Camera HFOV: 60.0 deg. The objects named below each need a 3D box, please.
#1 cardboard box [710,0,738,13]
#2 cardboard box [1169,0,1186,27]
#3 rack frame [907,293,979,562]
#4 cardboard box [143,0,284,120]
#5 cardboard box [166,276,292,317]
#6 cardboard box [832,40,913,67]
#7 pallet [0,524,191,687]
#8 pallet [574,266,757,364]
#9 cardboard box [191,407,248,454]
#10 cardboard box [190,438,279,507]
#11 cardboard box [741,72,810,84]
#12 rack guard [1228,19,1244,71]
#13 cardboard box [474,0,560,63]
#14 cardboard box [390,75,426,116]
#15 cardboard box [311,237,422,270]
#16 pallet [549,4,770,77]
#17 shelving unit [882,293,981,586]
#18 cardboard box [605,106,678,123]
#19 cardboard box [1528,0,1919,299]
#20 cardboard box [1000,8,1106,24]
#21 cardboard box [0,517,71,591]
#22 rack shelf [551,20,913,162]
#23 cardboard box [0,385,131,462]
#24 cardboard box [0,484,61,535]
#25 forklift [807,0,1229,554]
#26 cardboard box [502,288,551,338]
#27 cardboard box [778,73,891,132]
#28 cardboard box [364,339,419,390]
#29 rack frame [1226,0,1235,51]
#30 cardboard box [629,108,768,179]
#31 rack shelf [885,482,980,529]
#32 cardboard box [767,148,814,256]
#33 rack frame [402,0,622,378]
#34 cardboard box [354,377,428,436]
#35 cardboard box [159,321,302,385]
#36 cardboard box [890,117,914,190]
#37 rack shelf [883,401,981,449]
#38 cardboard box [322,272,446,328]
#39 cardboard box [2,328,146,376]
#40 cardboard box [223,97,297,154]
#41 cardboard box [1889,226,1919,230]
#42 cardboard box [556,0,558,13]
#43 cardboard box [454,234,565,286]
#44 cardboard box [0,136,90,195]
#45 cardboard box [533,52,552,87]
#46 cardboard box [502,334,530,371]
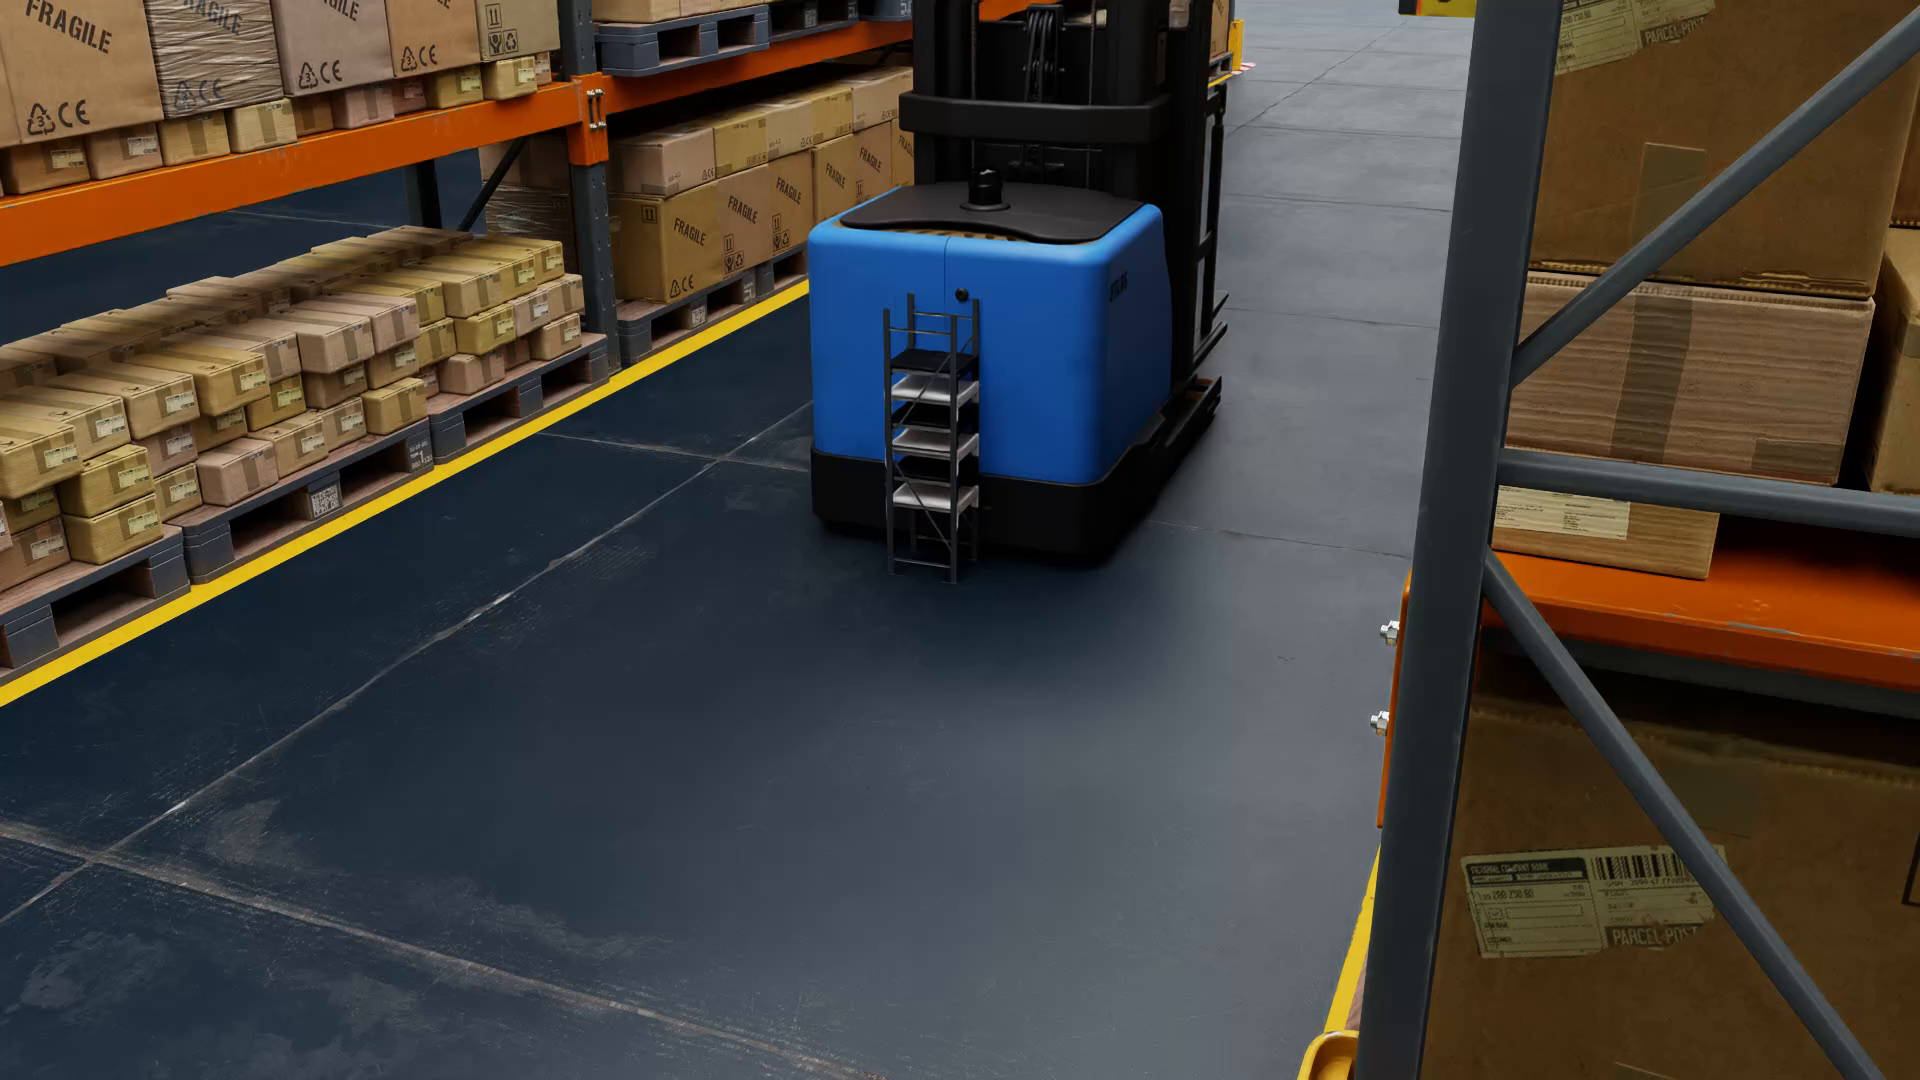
[{"bbox_3d":[-1.262,-2.544,7.730,0.380,0.149,0.250,9,24,20],"label":"cardboard box"},{"bbox_3d":[1.572,-4.817,15.601,0.875,0.875,0.875,9,24,20],"label":"cardboard box"},{"bbox_3d":[-0.054,-0.358,5.438,0.240,0.900,0.006,8,24,18],"label":"rack frame"},{"bbox_3d":[-2.539,-1.627,5.238,0.500,0.500,0.500,8,24,19],"label":"cardboard box"},{"bbox_3d":[-2.801,-0.898,6.390,0.380,0.149,0.250,9,24,21],"label":"cardboard box"},{"bbox_3d":[-0.234,-2.994,11.401,1.050,0.750,0.750,8,24,19],"label":"cardboard box"},{"bbox_3d":[-3.152,0.203,4.990,1.003,0.211,1.213,9,24,20],"label":"pallet"},{"bbox_3d":[-1.742,-1.194,8.335,1.003,0.211,1.213,9,24,20],"label":"pallet"},{"bbox_3d":[-2.651,-0.415,5.620,0.380,0.149,0.250,10,25,23],"label":"cardboard box"},{"bbox_3d":[-2.540,-0.243,5.595,0.380,0.149,0.250,8,24,17],"label":"cardboard box"},{"bbox_3d":[-1.213,-2.626,9.871,0.500,0.250,0.500,8,24,19],"label":"cardboard box"},{"bbox_3d":[2.437,-5.352,17.913,1.175,0.500,0.348,9,24,20],"label":"rack guard"},{"bbox_3d":[-1.947,-2.172,6.542,0.500,0.500,0.500,9,24,20],"label":"cardboard box"},{"bbox_3d":[-2.227,-1.673,6.190,0.380,0.149,0.250,8,24,19],"label":"cardboard box"},{"bbox_3d":[-2.507,-1.171,7.044,0.380,0.149,0.250,10,25,23],"label":"cardboard box"},{"bbox_3d":[-1.610,-2.366,7.772,1.003,0.211,1.213,9,24,20],"label":"pallet"},{"bbox_3d":[-0.089,-0.321,5.350,0.258,0.900,0.210,8,24,18],"label":"shelving unit"},{"bbox_3d":[-1.784,-2.073,8.547,0.500,0.250,0.500,10,25,23],"label":"cardboard box"},{"bbox_3d":[0.989,-0.651,2.251,0.500,0.500,0.500,9,24,21],"label":"cardboard box"},{"bbox_3d":[0.795,-3.986,13.774,1.050,0.750,0.750,9,24,20],"label":"cardboard box"},{"bbox_3d":[-2.916,0.014,4.979,0.380,0.149,0.250,9,24,21],"label":"cardboard box"},{"bbox_3d":[-1.286,-2.586,8.982,1.077,0.370,4.000,9,24,20],"label":"rack shelf"},{"bbox_3d":[-2.787,-0.351,5.080,0.380,0.149,0.250,8,24,17],"label":"cardboard box"},{"bbox_3d":[-2.919,-0.127,4.931,0.380,0.149,0.250,9,24,21],"label":"cardboard box"},{"bbox_3d":[0.463,-1.846,6.367,1.130,2.935,3.031,8,24,18],"label":"forklift"},{"bbox_3d":[-1.940,-0.961,6.927,0.380,0.149,0.250,8,24,18],"label":"cardboard box"},{"bbox_3d":[-0.732,-2.555,9.701,0.500,0.250,0.500,9,24,21],"label":"cardboard box"},{"bbox_3d":[-2.284,-0.693,6.285,0.380,0.149,0.250,9,24,21],"label":"cardboard box"},{"bbox_3d":[2.428,-6.496,17.411,1.000,3.000,0.127,9,24,20],"label":"rack frame"},{"bbox_3d":[-1.314,-2.006,8.386,0.500,0.250,0.500,9,24,22],"label":"cardboard box"},{"bbox_3d":[-0.089,-0.124,5.432,0.258,0.077,0.200,8,24,18],"label":"rack shelf"},{"bbox_3d":[-1.132,-1.848,8.981,0.500,0.500,0.500,9,24,21],"label":"cardboard box"},{"bbox_3d":[-2.029,-2.202,7.130,1.000,3.000,0.127,9,24,20],"label":"rack frame"},{"bbox_3d":[-2.243,-0.521,6.259,0.380,0.149,0.250,9,24,20],"label":"cardboard box"},{"bbox_3d":[-2.530,-0.640,5.772,0.380,0.149,0.250,9,24,20],"label":"cardboard box"},{"bbox_3d":[-0.545,-2.401,10.305,0.500,0.500,0.500,9,24,20],"label":"cardboard box"},{"bbox_3d":[-0.089,-0.373,5.328,0.258,0.077,0.200,8,24,18],"label":"rack shelf"},{"bbox_3d":[-2.233,-0.921,6.446,0.380,0.149,0.250,10,25,22],"label":"cardboard box"},{"bbox_3d":[-3.025,-0.608,5.696,0.380,0.149,0.250,8,24,18],"label":"cardboard box"},{"bbox_3d":[-2.432,-1.381,5.490,0.380,0.149,0.250,9,24,21],"label":"cardboard box"},{"bbox_3d":[1.668,-0.413,2.655,0.500,0.250,0.500,8,24,19],"label":"cardboard box"},{"bbox_3d":[-1.970,-2.544,7.729,0.380,0.149,0.250,9,24,20],"label":"cardboard box"},{"bbox_3d":[-1.920,-1.190,7.090,0.380,0.149,0.250,9,24,22],"label":"cardboard box"},{"bbox_3d":[-2.792,-1.115,4.854,0.380,0.149,0.250,9,24,20],"label":"cardboard box"},{"bbox_3d":[-1.918,-1.951,6.854,0.380,0.149,0.250,8,24,19],"label":"cardboard box"},{"bbox_3d":[-2.033,-0.810,6.952,0.380,0.149,0.250,9,24,22],"label":"cardboard box"}]
